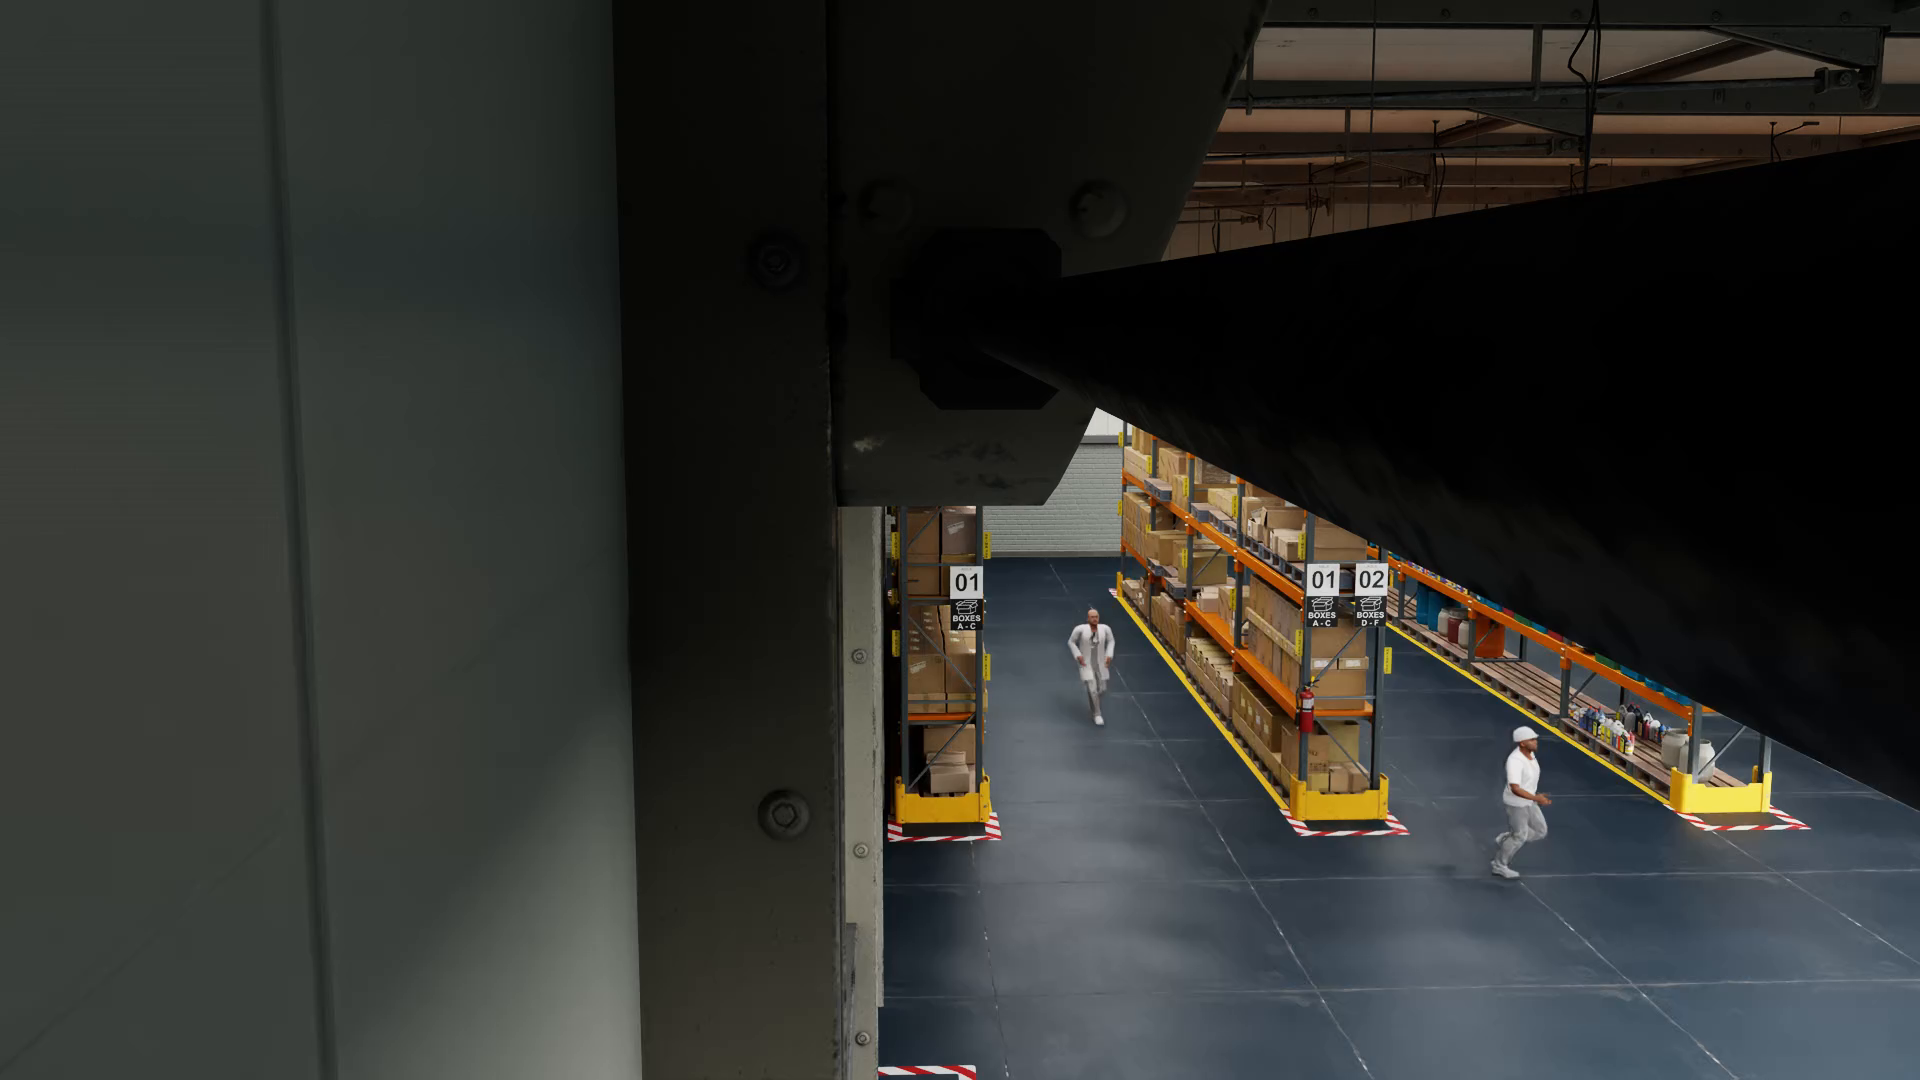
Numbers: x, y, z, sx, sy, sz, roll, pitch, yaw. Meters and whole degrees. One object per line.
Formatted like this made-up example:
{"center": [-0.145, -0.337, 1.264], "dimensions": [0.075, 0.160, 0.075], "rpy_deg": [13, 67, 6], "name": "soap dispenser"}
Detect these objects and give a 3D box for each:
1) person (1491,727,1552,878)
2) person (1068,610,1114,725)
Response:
{"center": [6.268, 2.902, 18.444], "dimensions": [0.647, 1.720, 0.739], "rpy_deg": [5, 10, 34], "name": "person"}
{"center": [2.015, 1.910, 25.480], "dimensions": [0.734, 1.745, 0.709], "rpy_deg": [-1, 8, -9], "name": "person"}
